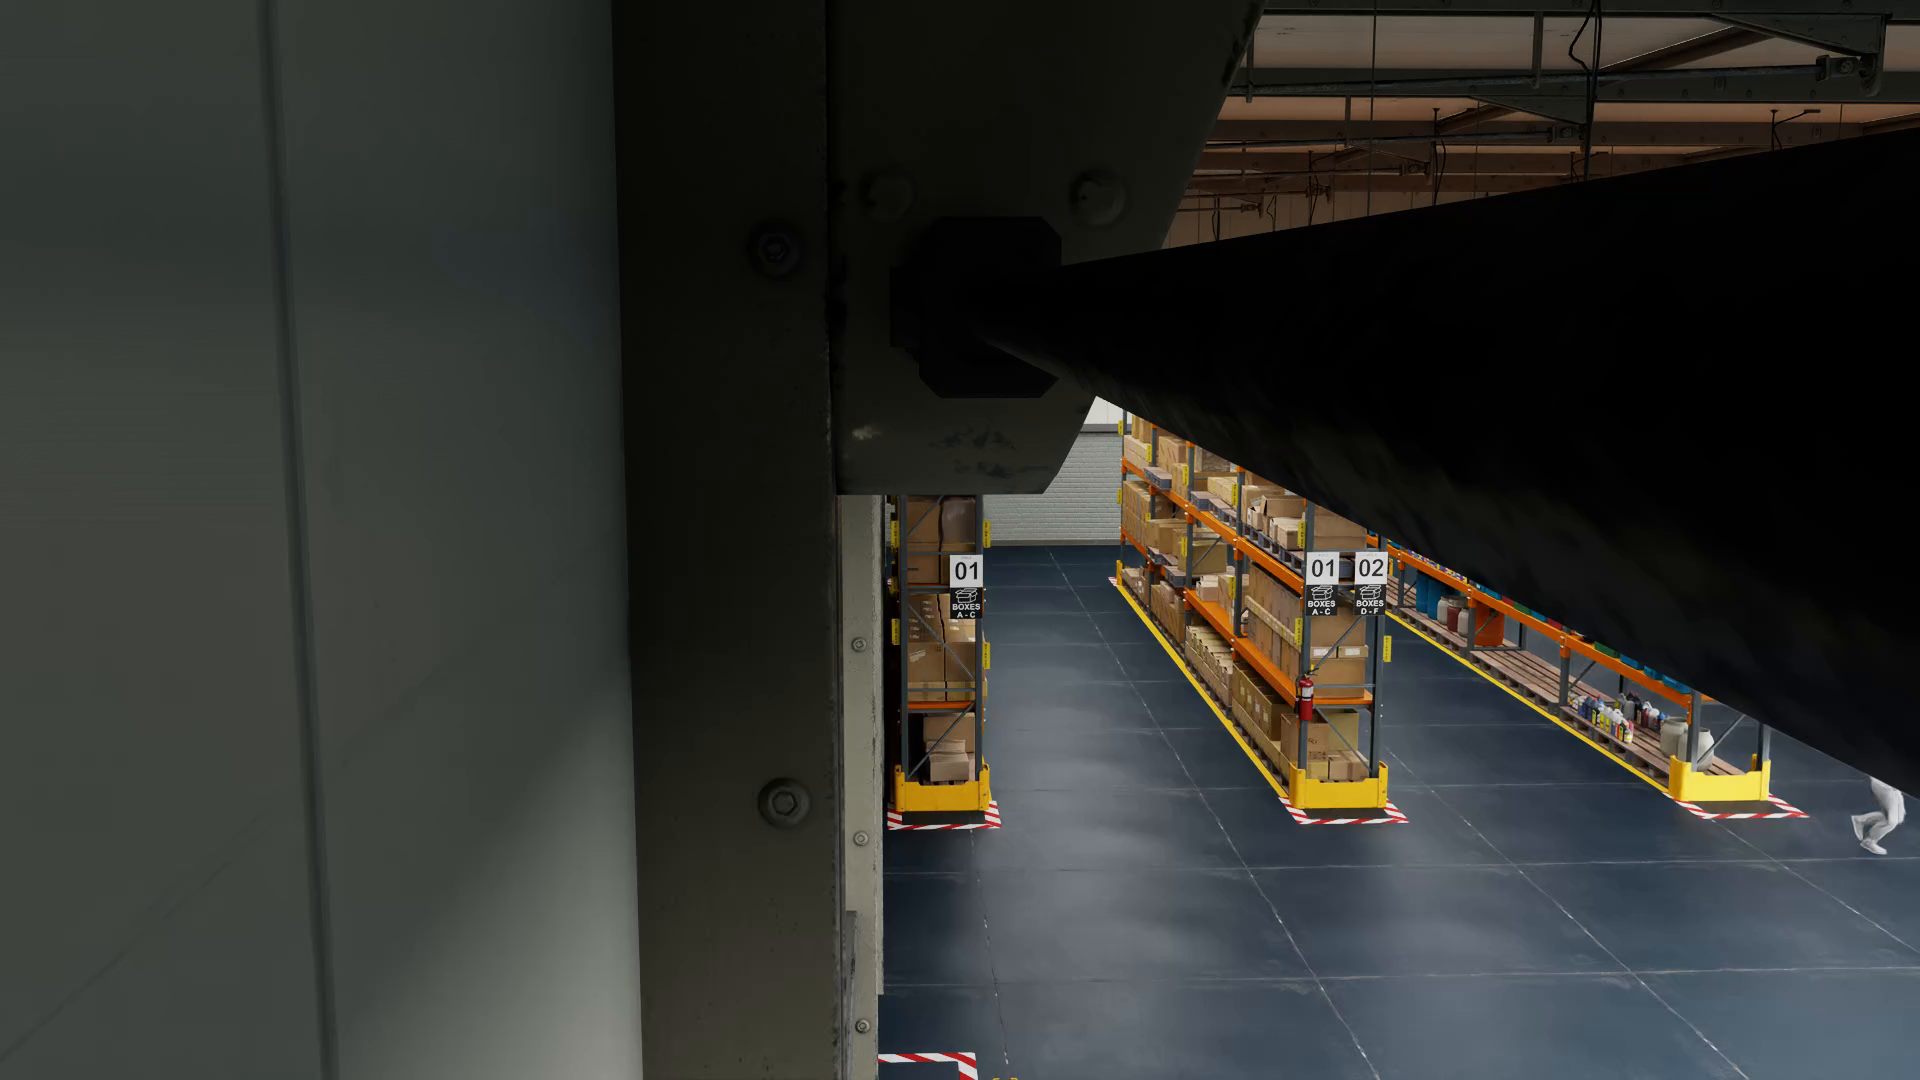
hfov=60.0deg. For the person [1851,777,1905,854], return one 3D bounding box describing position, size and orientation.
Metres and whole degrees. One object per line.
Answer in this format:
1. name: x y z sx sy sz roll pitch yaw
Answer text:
1. person: 10.614 2.836 18.884 0.765 1.509 0.626 6 10 36
